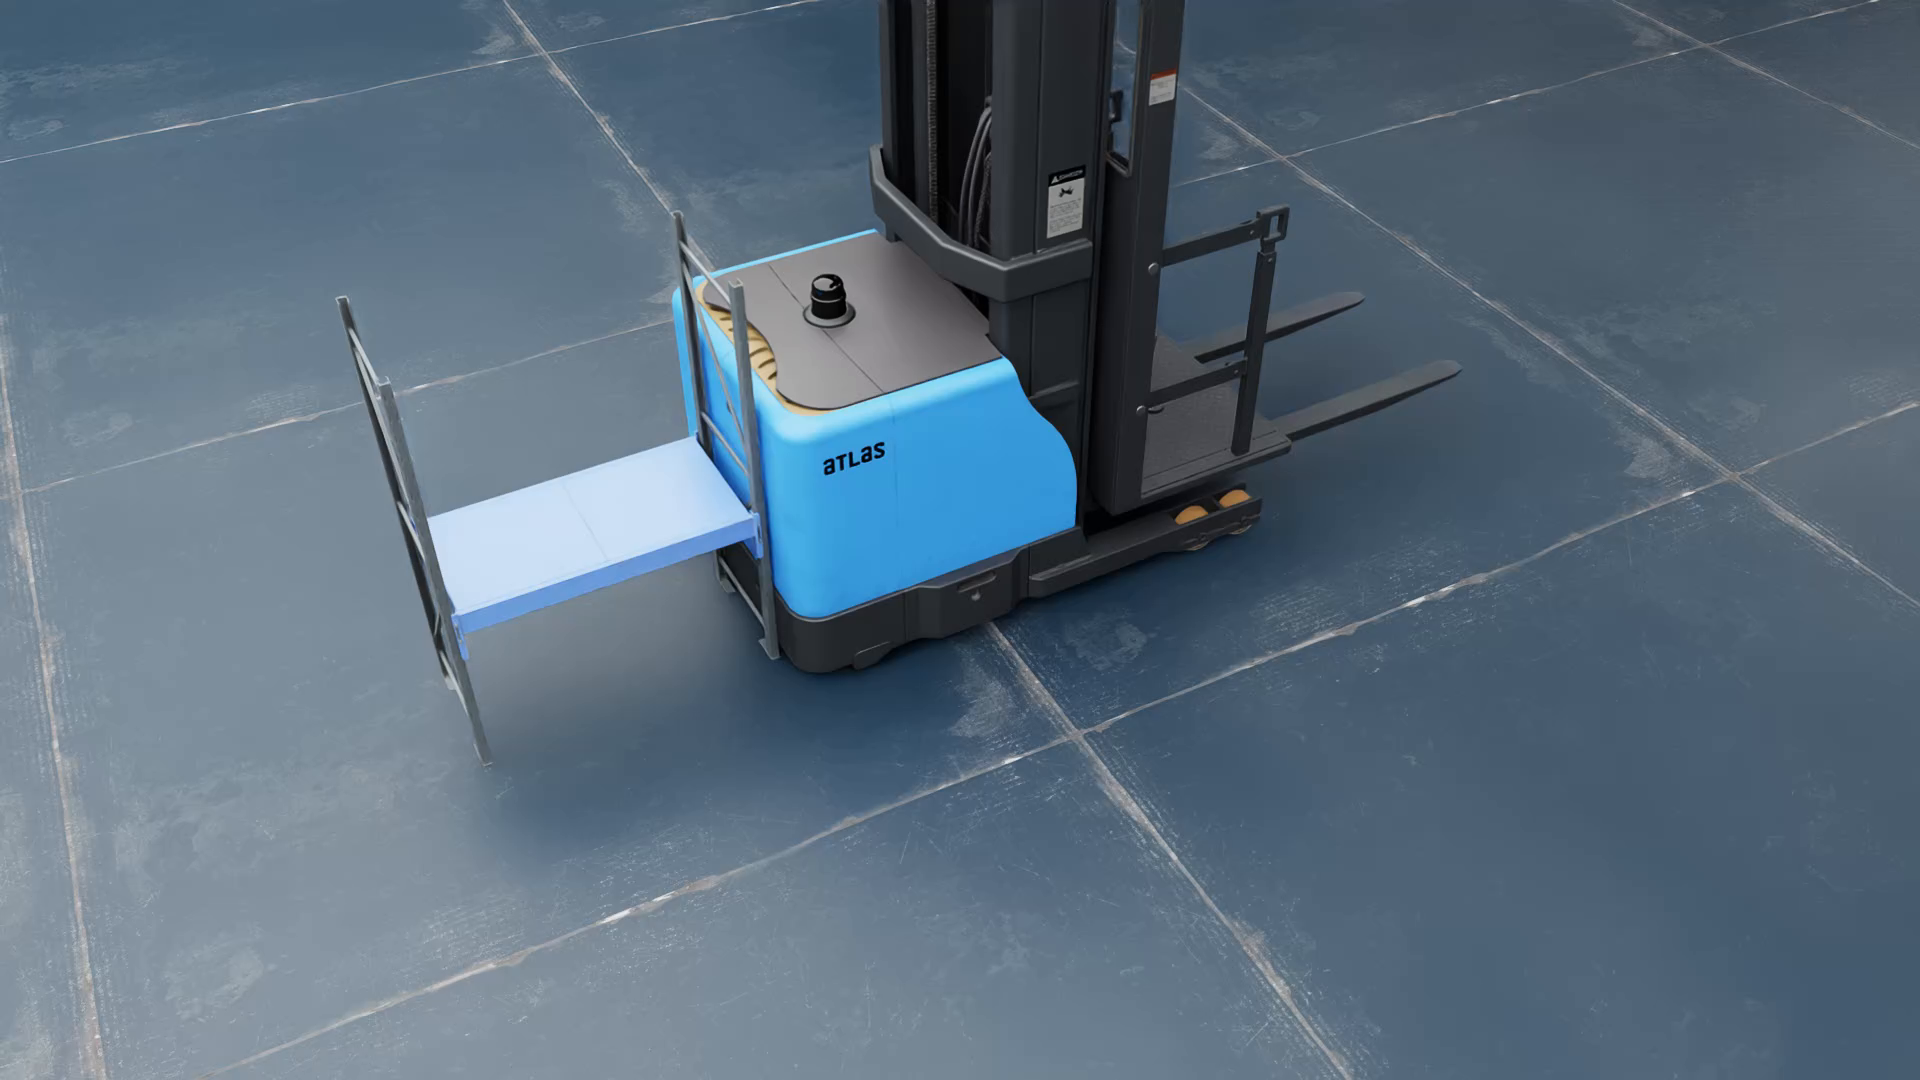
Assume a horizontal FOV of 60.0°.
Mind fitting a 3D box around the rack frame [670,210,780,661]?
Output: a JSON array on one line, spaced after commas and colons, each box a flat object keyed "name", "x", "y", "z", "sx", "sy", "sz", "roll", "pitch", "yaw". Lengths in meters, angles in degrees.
[{"name": "rack frame", "x": -0.759, "y": -0.300, "z": 5.444, "sx": 0.032, "sy": 1.500, "sz": 0.500, "roll": -20, "pitch": 44, "yaw": -22}]

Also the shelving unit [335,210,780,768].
[{"name": "shelving unit", "x": -1.204, "y": -0.141, "z": 5.256, "sx": 1.048, "sy": 1.500, "sz": 0.538, "roll": -20, "pitch": 44, "yaw": -22}]

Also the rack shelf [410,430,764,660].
[{"name": "rack shelf", "x": -1.204, "y": -0.004, "z": 5.372, "sx": 1.000, "sy": 0.185, "sz": 0.538, "roll": -20, "pitch": 44, "yaw": -22}]

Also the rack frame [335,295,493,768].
[{"name": "rack frame", "x": -1.649, "y": 0.018, "z": 5.068, "sx": 0.032, "sy": 1.500, "sz": 0.500, "roll": -20, "pitch": 44, "yaw": -22}]

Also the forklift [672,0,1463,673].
[{"name": "forklift", "x": 0.552, "y": -1.360, "z": 5.588, "sx": 3.031, "sy": 2.935, "sz": 1.130, "roll": -20, "pitch": 44, "yaw": -22}]
